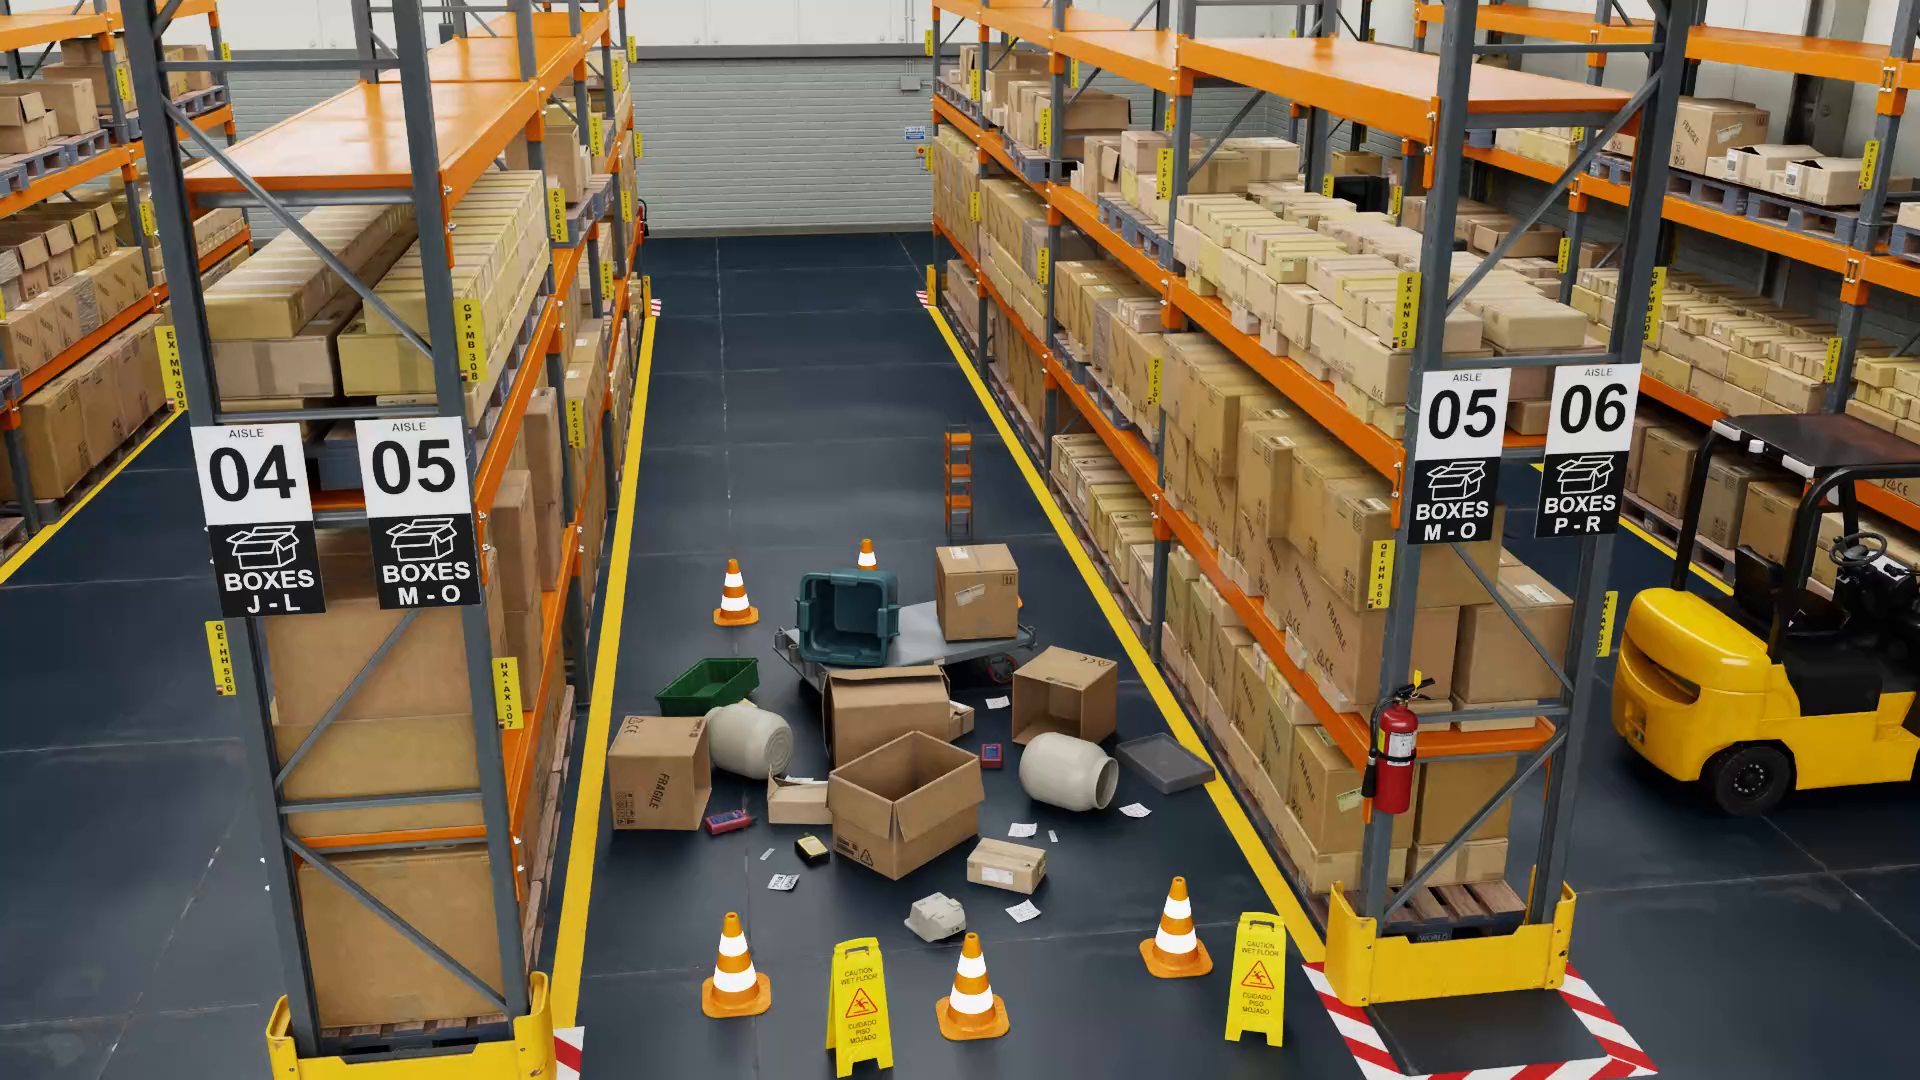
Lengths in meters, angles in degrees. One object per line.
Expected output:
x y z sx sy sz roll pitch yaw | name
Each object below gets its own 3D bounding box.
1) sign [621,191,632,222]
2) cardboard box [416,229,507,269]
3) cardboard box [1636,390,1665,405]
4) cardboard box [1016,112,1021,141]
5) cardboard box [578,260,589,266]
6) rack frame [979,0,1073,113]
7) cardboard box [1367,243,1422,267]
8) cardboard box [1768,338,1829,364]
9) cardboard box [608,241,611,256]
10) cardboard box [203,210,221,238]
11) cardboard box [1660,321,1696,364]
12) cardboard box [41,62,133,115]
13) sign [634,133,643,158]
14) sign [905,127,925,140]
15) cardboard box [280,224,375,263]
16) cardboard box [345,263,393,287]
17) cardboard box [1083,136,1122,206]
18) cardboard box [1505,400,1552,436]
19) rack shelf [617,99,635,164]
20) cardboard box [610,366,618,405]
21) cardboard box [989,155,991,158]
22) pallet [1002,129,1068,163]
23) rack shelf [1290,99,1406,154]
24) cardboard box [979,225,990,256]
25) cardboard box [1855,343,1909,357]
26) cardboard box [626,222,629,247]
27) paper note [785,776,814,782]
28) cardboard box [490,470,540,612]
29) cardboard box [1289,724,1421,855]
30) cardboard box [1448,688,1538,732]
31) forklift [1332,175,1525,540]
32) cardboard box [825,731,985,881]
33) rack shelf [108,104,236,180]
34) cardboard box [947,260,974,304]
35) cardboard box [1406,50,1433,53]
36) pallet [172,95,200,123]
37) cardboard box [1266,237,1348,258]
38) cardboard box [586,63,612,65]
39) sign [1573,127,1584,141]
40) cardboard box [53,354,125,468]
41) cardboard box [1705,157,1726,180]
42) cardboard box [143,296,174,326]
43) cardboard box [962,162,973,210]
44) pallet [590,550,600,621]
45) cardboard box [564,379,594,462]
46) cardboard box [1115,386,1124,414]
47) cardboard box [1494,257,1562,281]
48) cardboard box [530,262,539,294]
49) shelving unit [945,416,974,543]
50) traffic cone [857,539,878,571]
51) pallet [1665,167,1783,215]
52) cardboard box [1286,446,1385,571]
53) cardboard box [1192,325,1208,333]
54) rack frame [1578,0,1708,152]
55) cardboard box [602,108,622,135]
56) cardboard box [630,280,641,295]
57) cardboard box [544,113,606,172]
-3.618 -3.617 18.032 0.100 0.325 0.005 -3 21 -8 | sign
-2.352 -1.367 7.852 0.380 0.149 0.250 -3 21 -8 | cardboard box
6.282 -1.064 15.646 0.875 0.625 0.625 -2 21 -6 | cardboard box
0.749 -3.943 15.865 0.396 0.266 0.258 -3 21 -9 | cardboard box
-3.615 -2.551 15.742 0.380 0.149 0.250 -2 21 -5 | cardboard box
0.717 -6.140 17.869 1.000 3.000 0.127 -3 21 -8 | rack frame
2.410 -1.498 8.946 0.380 0.149 0.250 -2 21 -7 | cardboard box
6.475 -1.445 12.803 0.380 0.149 0.250 -3 21 -8 | cardboard box
-3.874 -3.045 17.489 0.380 0.149 0.250 -3 21 -7 | cardboard box
-9.187 -3.778 19.907 0.500 0.250 0.500 -4 21 -10 | cardboard box
6.255 -1.663 13.957 0.500 0.250 0.500 -3 21 -7 | cardboard box
-9.261 -4.794 17.665 0.700 0.500 0.500 -4 21 -11 | cardboard box
-4.191 -5.142 21.663 0.100 0.325 0.005 -3 21 -8 | sign
-0.752 -6.811 27.854 0.327 0.218 0.001 -3 21 -8 | sign
-3.041 -1.423 8.002 0.380 0.149 0.250 -3 21 -7 | cardboard box
-2.926 -1.111 7.736 0.500 0.250 0.500 -3 21 -8 | cardboard box
1.421 -3.068 13.788 0.700 0.500 0.500 -3 21 -8 | cardboard box
2.721 -0.594 7.665 0.380 0.149 0.250 -3 21 -8 | cardboard box
-4.455 -4.806 19.612 1.077 0.370 4.000 -3 21 -8 | rack shelf
-3.523 -1.464 15.823 0.500 0.250 0.500 -3 21 -8 | cardboard box
0.428 -4.336 19.114 0.380 0.149 0.250 -2 21 -6 | cardboard box
0.985 -3.869 16.345 1.003 0.211 1.213 -2 21 -5 | pallet
5.340 -5.342 21.048 1.077 0.370 4.000 -3 21 -8 | rack shelf
0.502 -3.327 18.412 0.500 0.250 0.500 -4 21 -9 | cardboard box
6.957 -1.390 12.656 0.380 0.149 0.250 -4 21 -10 | cardboard box
-4.067 -3.587 19.038 0.500 0.500 0.500 -3 21 -8 | cardboard box
-1.007 1.497 10.250 0.172 0.023 0.155 4 21 11 | paper note
-2.568 0.016 8.201 0.875 0.550 0.550 -3 21 -8 | cardboard box
2.074 1.301 8.779 0.500 0.500 0.500 -3 21 -7 | cardboard box
2.603 0.815 8.181 0.380 0.149 0.250 -3 21 -8 | cardboard box
3.542 -1.557 14.269 1.130 2.935 3.031 -13 24 -31 | forklift
-0.311 1.514 9.518 0.637 0.503 0.797 17 27 39 | cardboard box
-9.377 -4.591 19.036 1.077 0.370 4.000 -3 21 -8 | rack shelf
0.335 -3.488 22.403 0.875 0.438 0.875 -4 21 -10 | cardboard box
5.597 -6.003 20.862 0.500 0.250 0.500 -3 21 -8 | cardboard box
-9.369 -4.899 18.960 1.003 0.211 1.213 -3 21 -8 | pallet
1.899 -1.561 9.116 0.380 0.149 0.250 -3 21 -7 | cardboard box
-4.111 -5.372 19.028 0.380 0.149 0.250 -2 21 -5 | cardboard box
5.668 -3.817 15.198 0.100 0.325 0.005 -3 21 -8 | sign
-8.712 -1.196 15.641 1.225 0.875 0.875 -3 21 -8 | cardboard box
6.212 -2.975 13.298 0.380 0.149 0.250 -3 21 -8 | cardboard box
-9.105 -2.264 18.501 0.875 0.875 0.875 -3 21 -8 | cardboard box
0.311 -4.171 19.598 0.500 0.500 0.500 -3 21 -9 | cardboard box
-3.378 0.344 13.067 1.003 0.211 1.213 -3 21 -8 | pallet
-2.966 -0.866 12.179 0.500 0.500 0.500 -3 21 -8 | cardboard box
1.390 -1.071 12.630 0.380 0.149 0.250 -3 21 -7 | cardboard box
5.733 -2.672 16.772 0.500 0.250 0.500 -4 21 -10 | cardboard box
-2.532 -1.431 9.164 0.380 0.149 0.250 -3 21 -8 | cardboard box
-0.008 -0.510 14.156 0.215 1.050 0.252 -3 21 -8 | shelving unit
-0.725 0.220 13.041 0.336 0.463 0.334 -3 21 -8 | traffic cone
6.556 -2.896 13.739 1.003 0.211 1.213 -2 21 -5 | pallet
2.092 -0.171 8.464 0.700 0.500 0.500 -3 21 -7 | cardboard box
2.014 -1.293 12.297 0.500 0.500 0.500 -3 21 -8 | cardboard box
6.205 -5.007 14.835 1.000 3.000 0.127 -3 21 -8 | rack frame
-3.972 -4.554 18.123 0.500 0.250 0.500 -2 21 -5 | cardboard box
-4.273 -3.226 21.266 0.380 0.149 0.250 -3 21 -9 | cardboard box
-3.565 -3.669 15.397 0.500 0.500 0.500 -3 21 -8 | cardboard box
